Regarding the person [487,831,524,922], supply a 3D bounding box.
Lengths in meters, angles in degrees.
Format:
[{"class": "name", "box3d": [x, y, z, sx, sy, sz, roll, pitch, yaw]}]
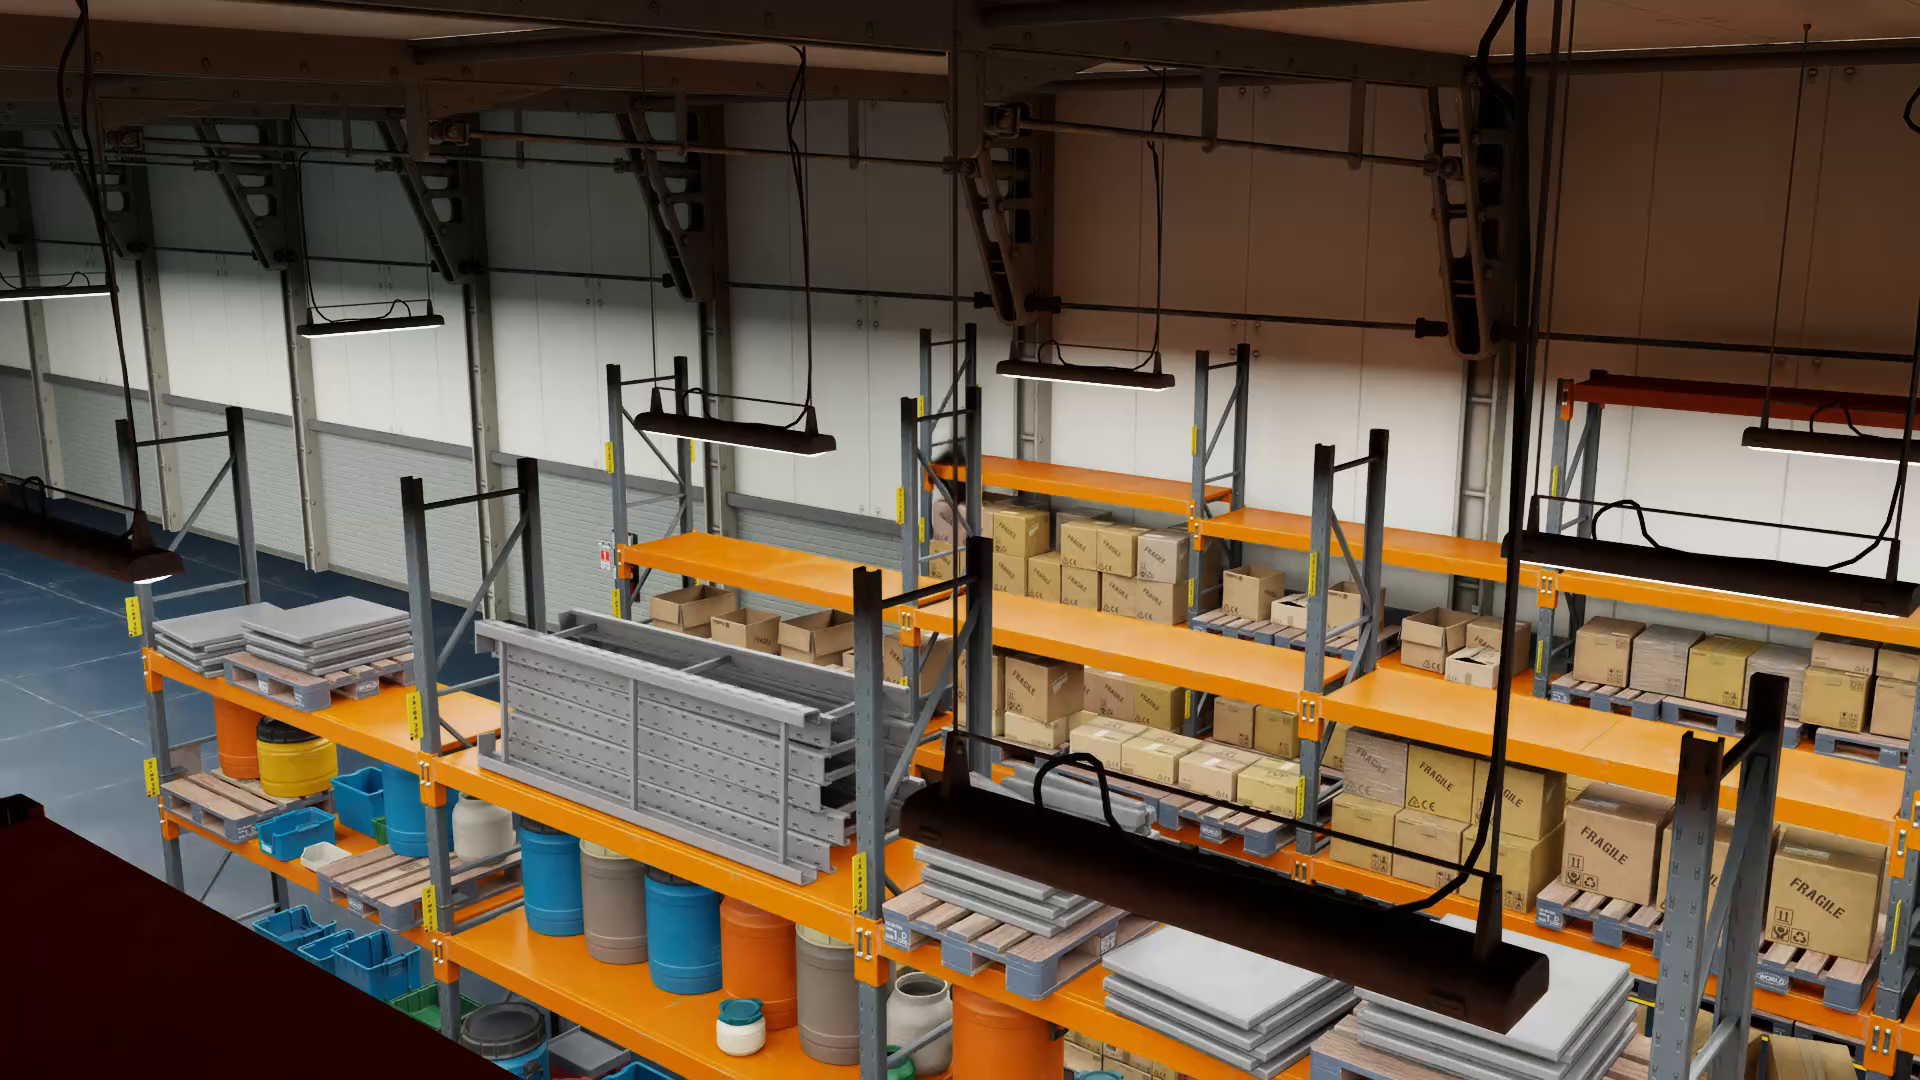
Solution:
[{"class": "person", "box3d": [-4.416, 3.670, 16.267, 0.680, 1.667, 0.730, 3, 13, 12]}]
